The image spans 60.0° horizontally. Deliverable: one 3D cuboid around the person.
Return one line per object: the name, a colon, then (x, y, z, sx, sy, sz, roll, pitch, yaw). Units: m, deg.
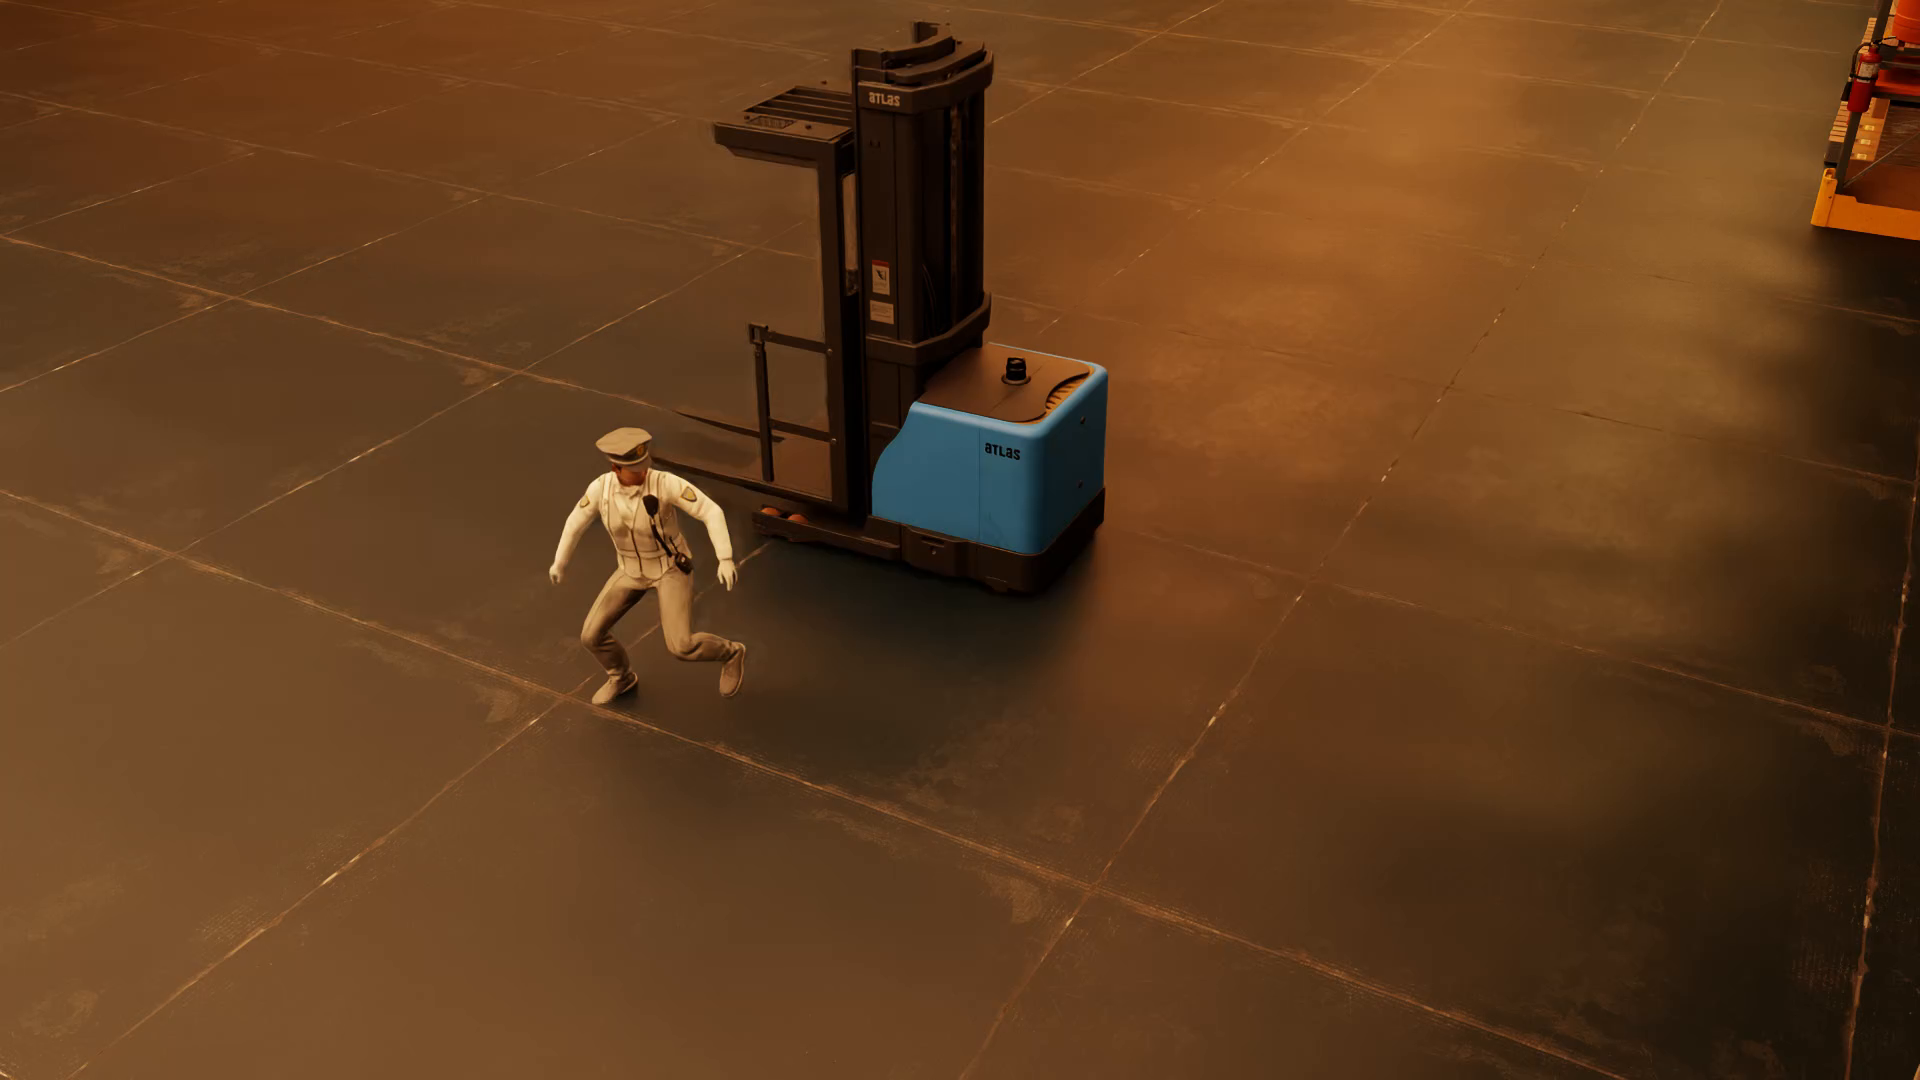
person: (-1.576, 0.164, 8.239, 0.991, 1.553, 0.473, 10, 31, 17)

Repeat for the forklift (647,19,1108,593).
forklift: (-0.679, -1.473, 9.622, 3.031, 2.935, 1.130, 14, 33, 23)
